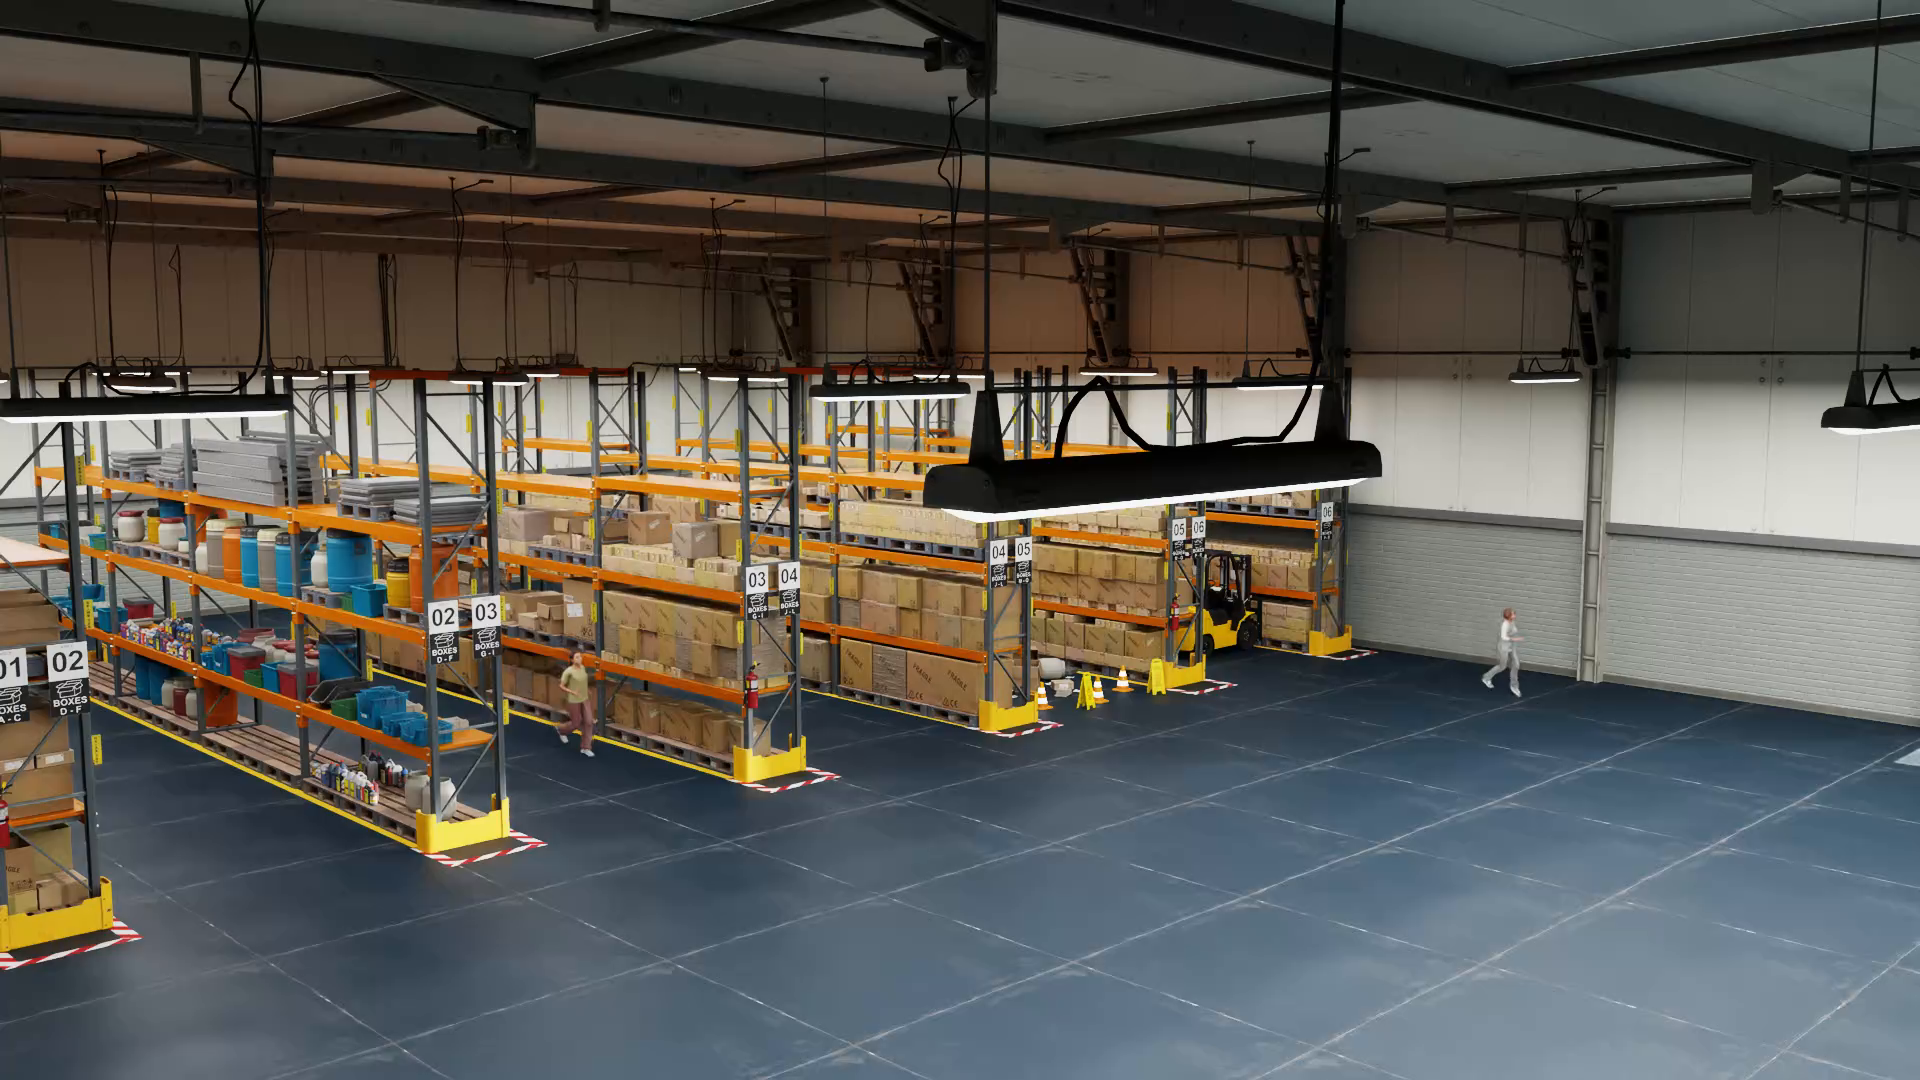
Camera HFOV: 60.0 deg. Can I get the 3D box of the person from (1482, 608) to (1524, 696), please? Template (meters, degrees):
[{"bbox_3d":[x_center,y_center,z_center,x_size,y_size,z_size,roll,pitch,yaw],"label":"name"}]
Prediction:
[{"bbox_3d":[10.090,2.075,30.873,0.789,1.656,0.562,5,8,38],"label":"person"}]

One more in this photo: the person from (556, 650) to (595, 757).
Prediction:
[{"bbox_3d":[-6.066,2.556,26.300,0.863,1.665,0.579,6,8,41],"label":"person"}]
